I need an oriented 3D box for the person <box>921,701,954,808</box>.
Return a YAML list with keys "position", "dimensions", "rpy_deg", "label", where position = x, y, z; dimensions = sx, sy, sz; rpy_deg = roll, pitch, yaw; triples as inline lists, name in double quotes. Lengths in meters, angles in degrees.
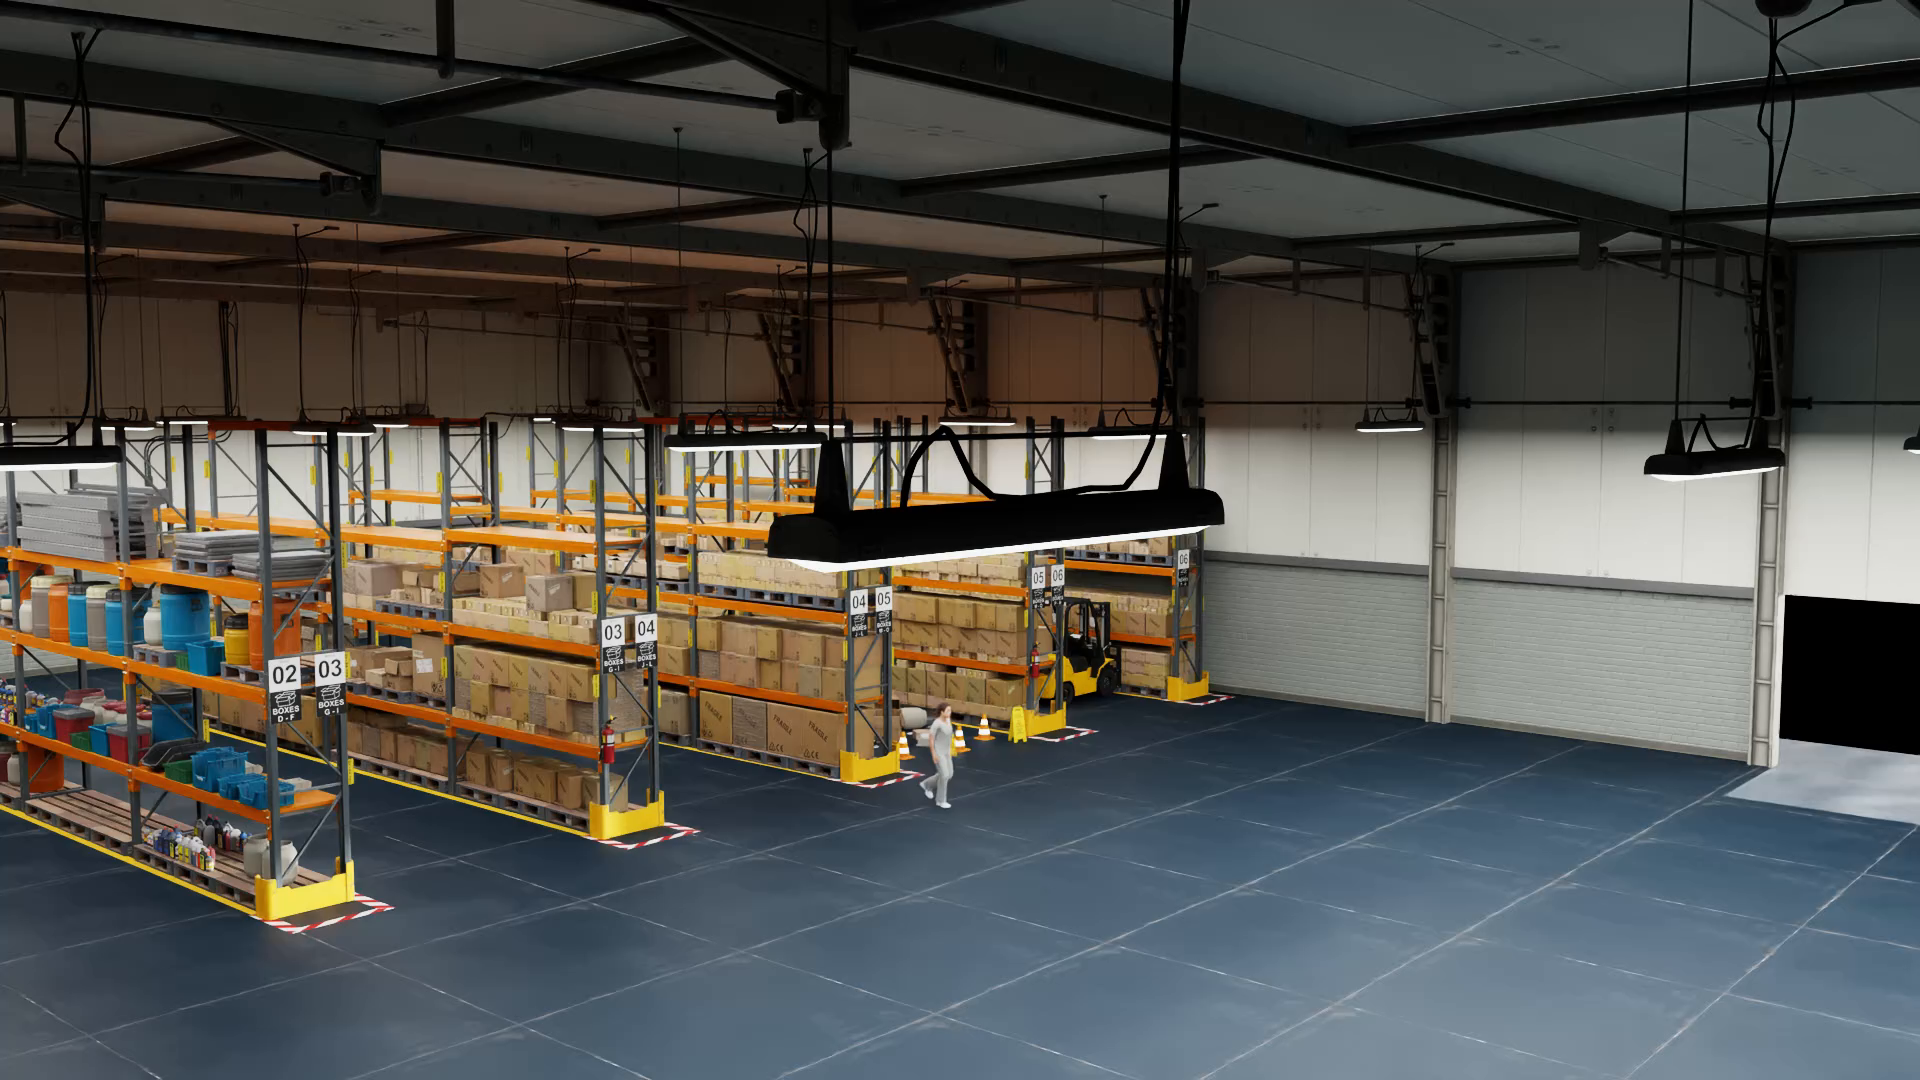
- position: [-0.352, 3.344, 26.103]
  dimensions: [0.627, 1.659, 0.524]
  rpy_deg: [3, 5, 29]
  label: "person"
